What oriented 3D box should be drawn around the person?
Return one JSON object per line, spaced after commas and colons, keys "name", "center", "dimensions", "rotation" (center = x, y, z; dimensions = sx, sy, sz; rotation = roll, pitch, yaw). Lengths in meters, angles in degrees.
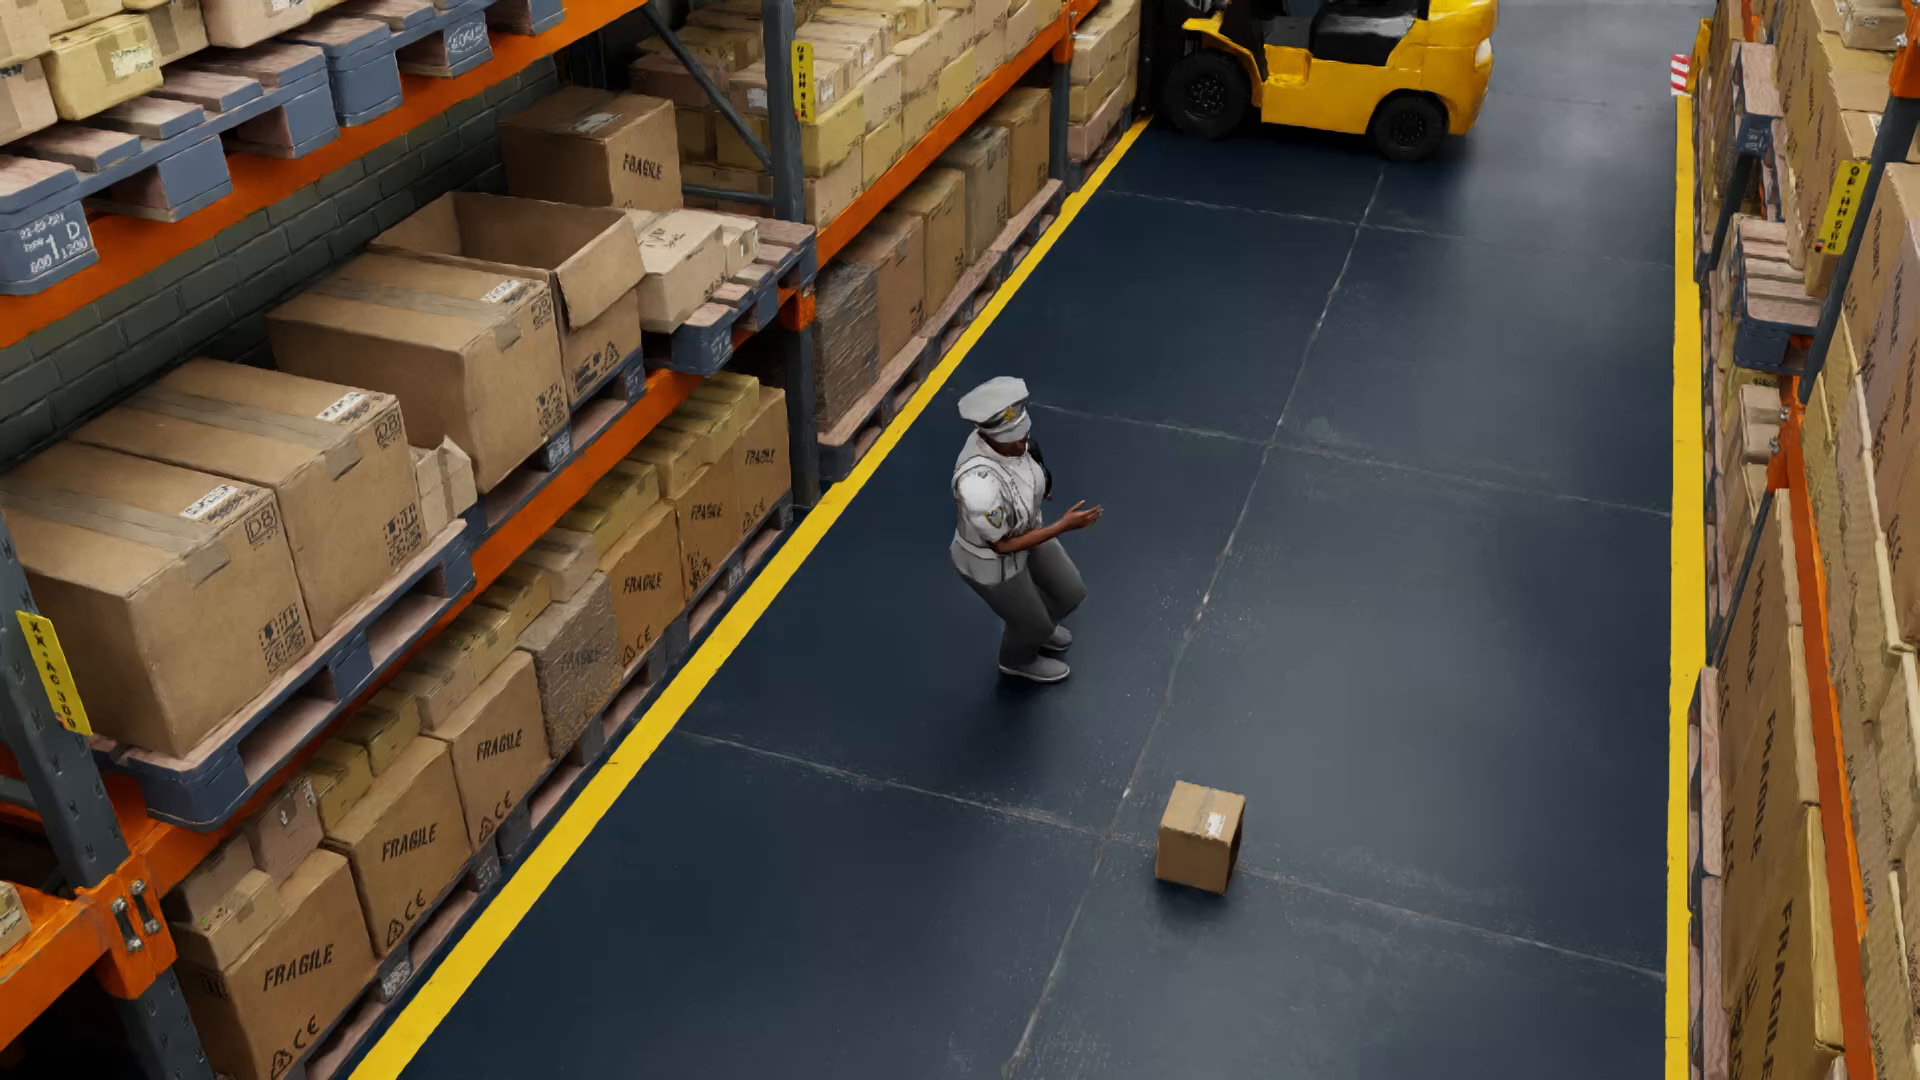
{"name": "person", "center": [0.282, -0.008, 6.242], "dimensions": [0.544, 1.554, 0.864], "rotation": [12, 35, 18]}
